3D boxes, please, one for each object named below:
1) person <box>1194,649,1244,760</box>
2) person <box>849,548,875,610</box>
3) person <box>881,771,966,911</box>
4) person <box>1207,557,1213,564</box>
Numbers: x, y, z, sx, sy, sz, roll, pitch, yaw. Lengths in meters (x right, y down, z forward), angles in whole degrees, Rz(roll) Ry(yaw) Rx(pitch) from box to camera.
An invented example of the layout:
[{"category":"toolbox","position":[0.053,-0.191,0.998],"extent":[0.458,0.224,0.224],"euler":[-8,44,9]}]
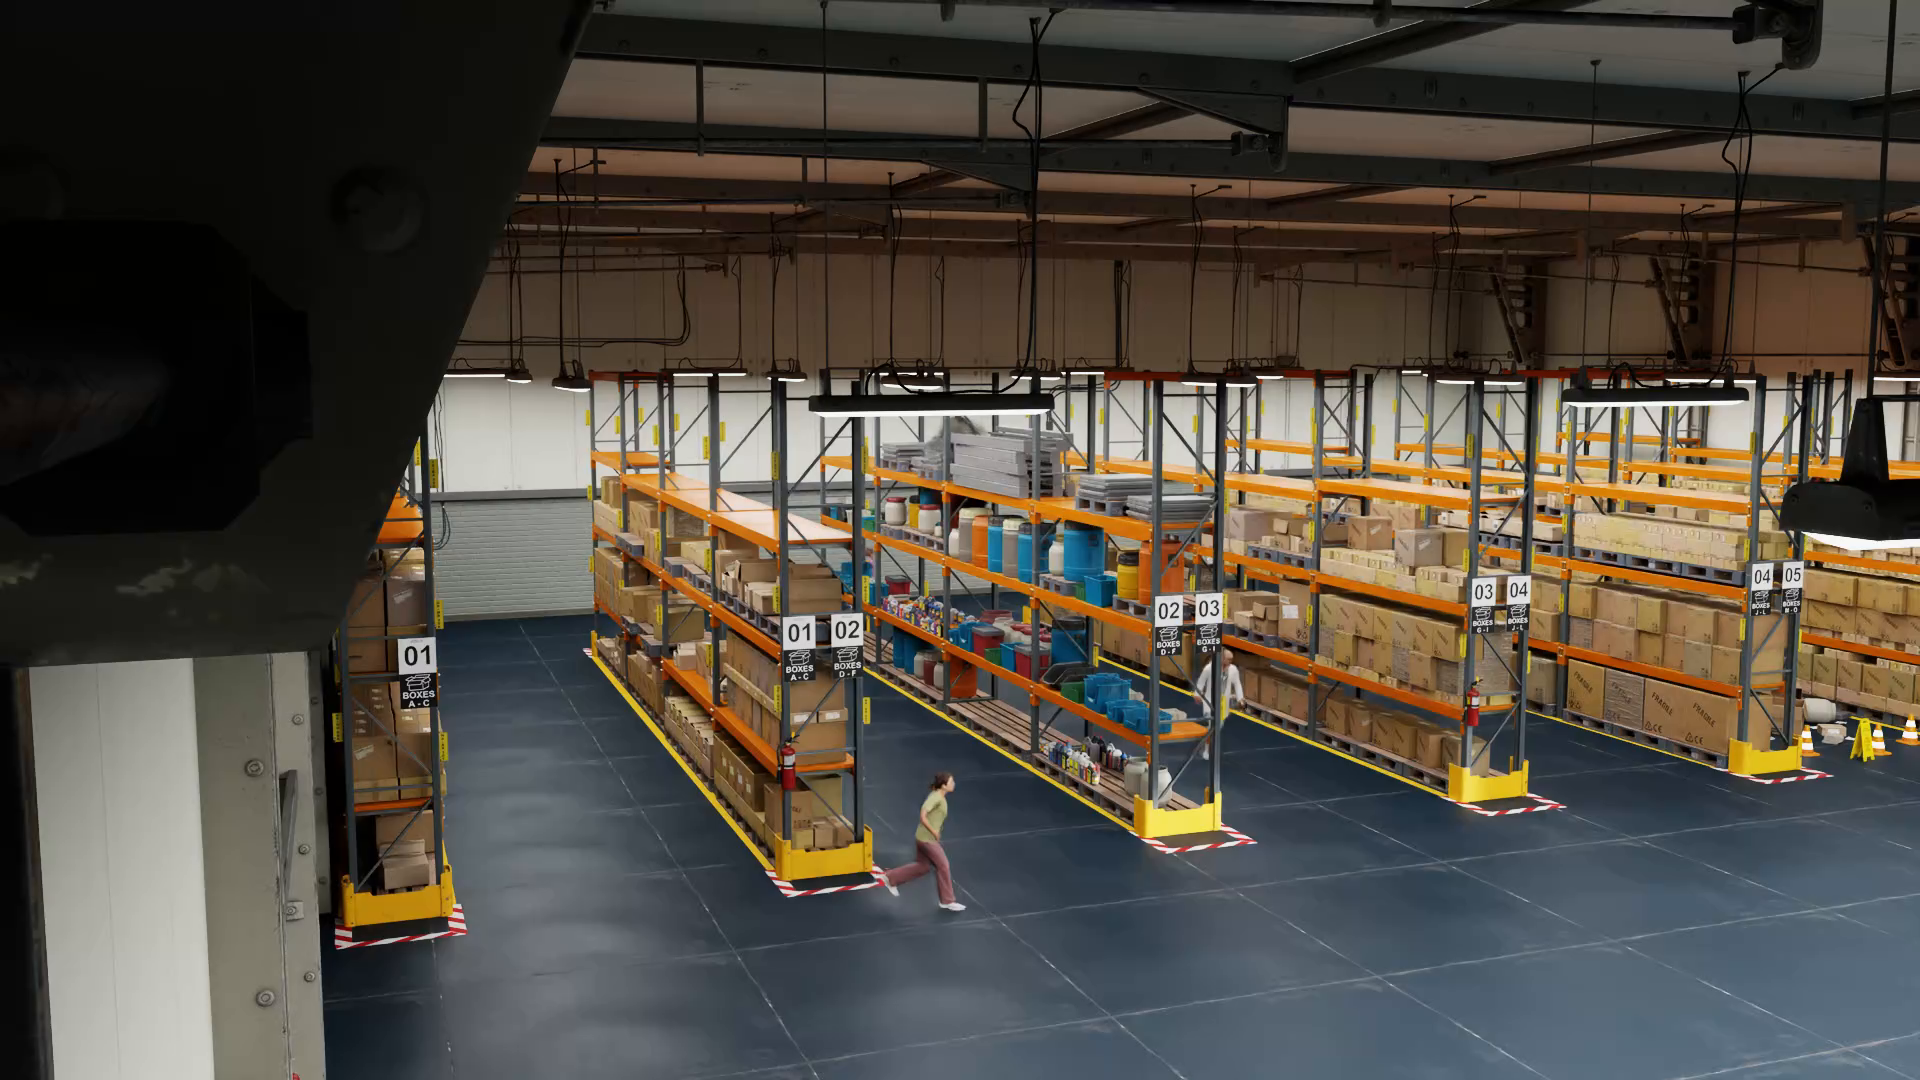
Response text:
[{"category":"person","position":[4.071,2.560,26.247],"extent":[0.698,1.742,0.789],"euler":[-2,7,-17]},{"category":"person","position":[-2.234,1.030,40.728],"extent":[0.823,1.460,0.575],"euler":[2,7,20]},{"category":"person","position":[-0.432,3.425,18.932],"extent":[0.986,1.623,0.559],"euler":[1,6,11]},{"category":"person","position":[6.271,0.903,41.041],"extent":[0.694,1.796,0.649],"euler":[-5,8,-37]}]
